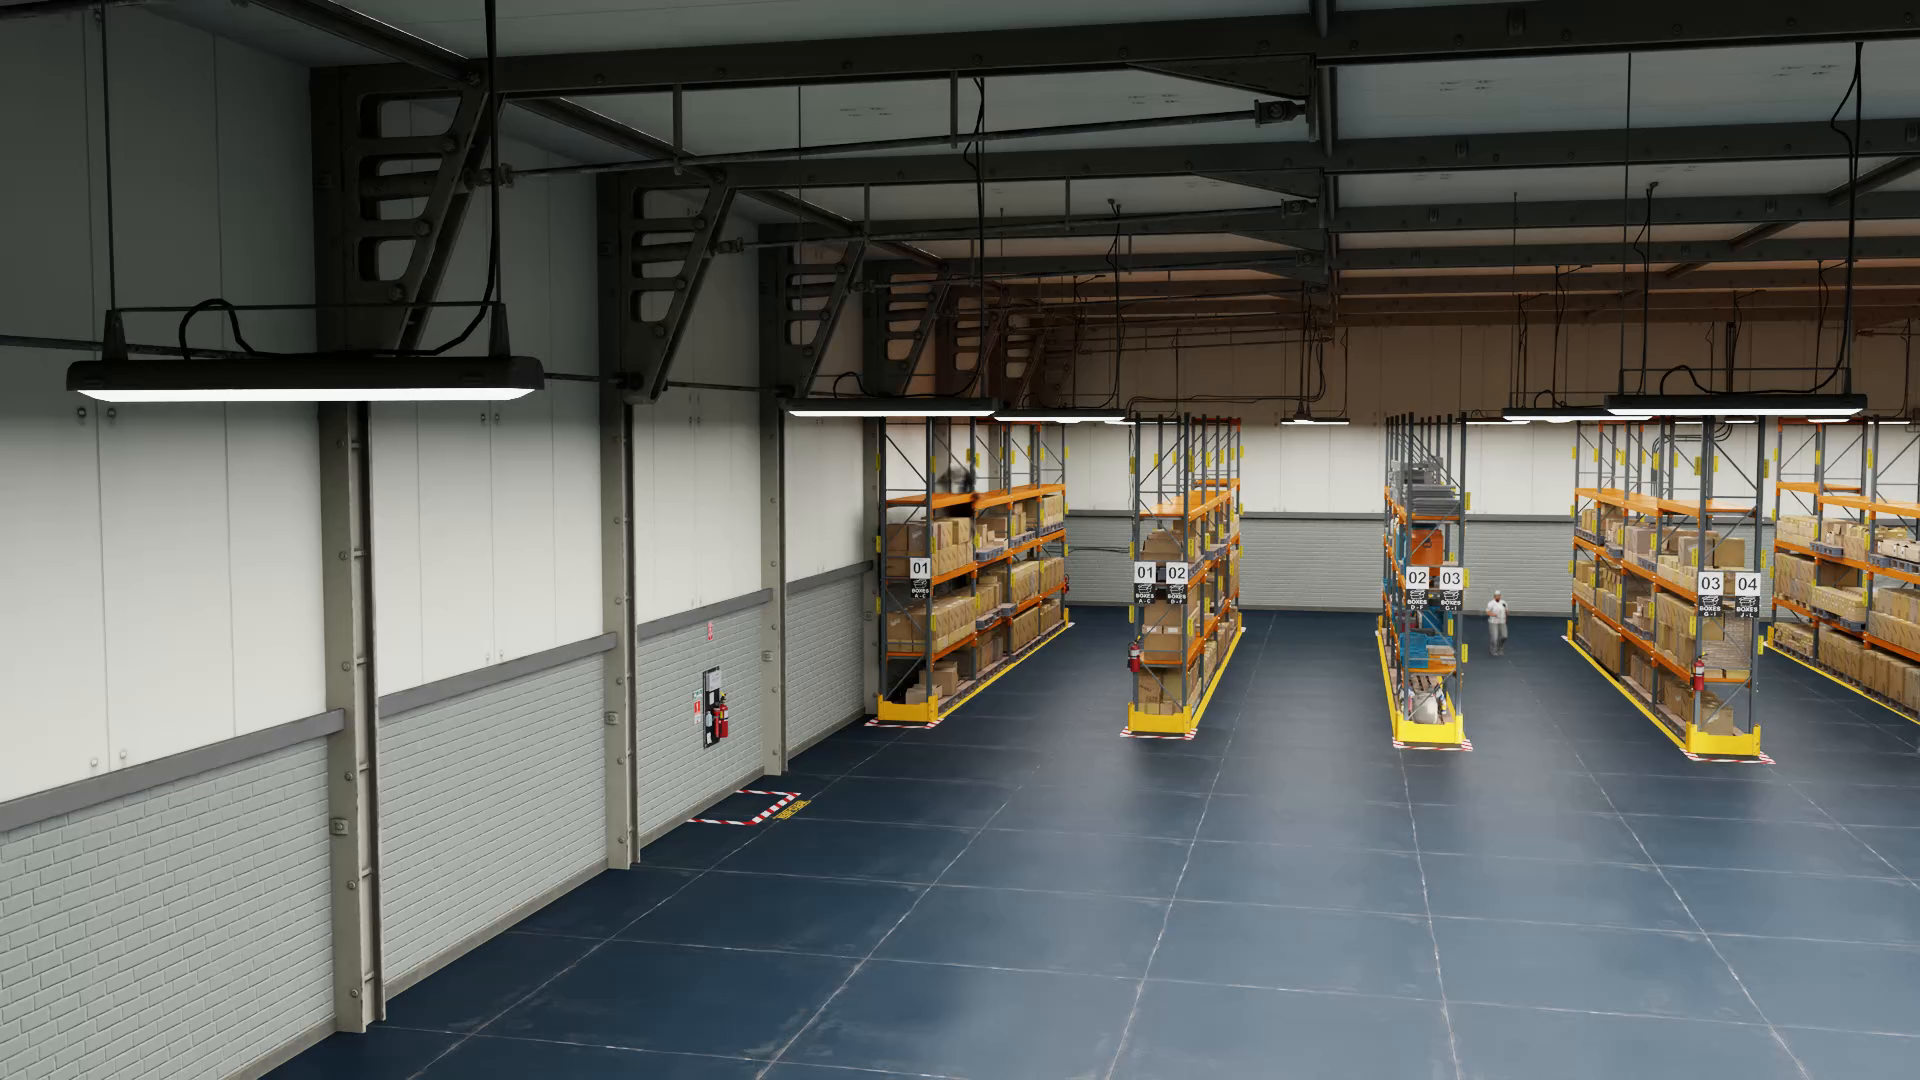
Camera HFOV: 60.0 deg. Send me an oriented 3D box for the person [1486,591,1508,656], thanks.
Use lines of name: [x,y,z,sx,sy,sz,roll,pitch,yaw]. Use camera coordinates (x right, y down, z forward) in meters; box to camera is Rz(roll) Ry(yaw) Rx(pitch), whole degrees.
person: [13.451,2.094,41.537,0.589,1.647,0.583,0,4,0]

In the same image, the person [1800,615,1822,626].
person: [22.796,1.826,44.563,0.932,1.820,0.669,1,4,13]
